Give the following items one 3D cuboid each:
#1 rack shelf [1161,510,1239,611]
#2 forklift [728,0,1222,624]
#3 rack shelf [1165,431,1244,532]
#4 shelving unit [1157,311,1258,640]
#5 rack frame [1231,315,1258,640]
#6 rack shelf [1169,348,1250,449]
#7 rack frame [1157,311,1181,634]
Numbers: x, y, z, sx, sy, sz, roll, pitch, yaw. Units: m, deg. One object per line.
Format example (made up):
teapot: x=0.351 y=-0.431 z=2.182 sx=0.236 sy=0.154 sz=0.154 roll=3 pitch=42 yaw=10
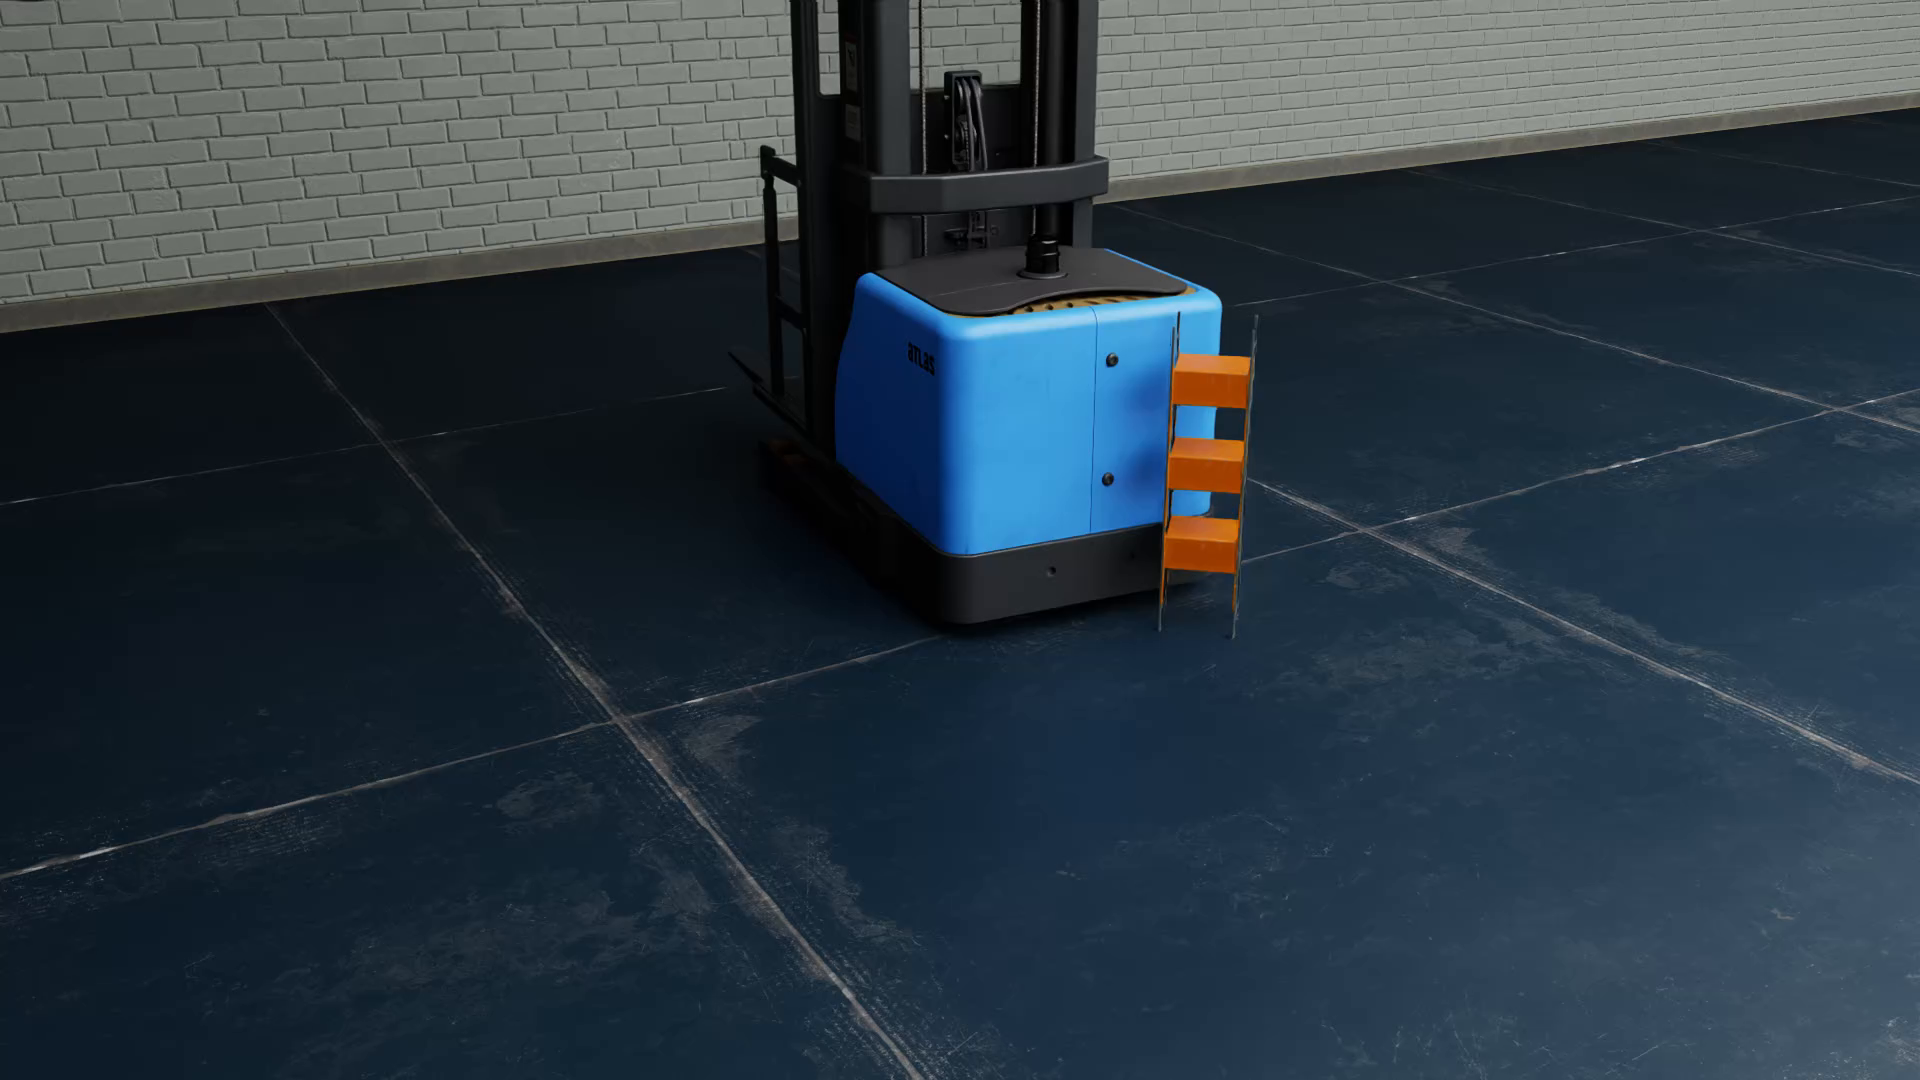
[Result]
rack shelf: x=0.802 y=0.065 z=5.523 sx=0.240 sy=0.259 sz=0.215 roll=5 pitch=23 yaw=11
forklift: x=-0.184 y=-1.603 z=6.363 sx=1.130 sy=2.935 sz=3.031 roll=-10 pitch=24 yaw=-22
rack shelf: x=0.802 y=-0.192 z=5.418 sx=0.240 sy=0.259 sz=0.215 roll=5 pitch=23 yaw=11
shelving unit: x=0.802 y=-0.202 z=5.414 sx=0.252 sy=1.050 sz=0.215 roll=5 pitch=23 yaw=11
rack frame: x=0.922 y=-0.193 z=5.391 sx=0.008 sy=1.050 sz=0.200 roll=5 pitch=23 yaw=11
rack shelf: x=0.802 y=-0.455 z=5.312 sx=0.240 sy=0.259 sz=0.215 roll=5 pitch=23 yaw=11
rack frame: x=0.683 y=-0.212 z=5.438 sx=0.008 sy=1.050 sz=0.200 roll=5 pitch=23 yaw=11
